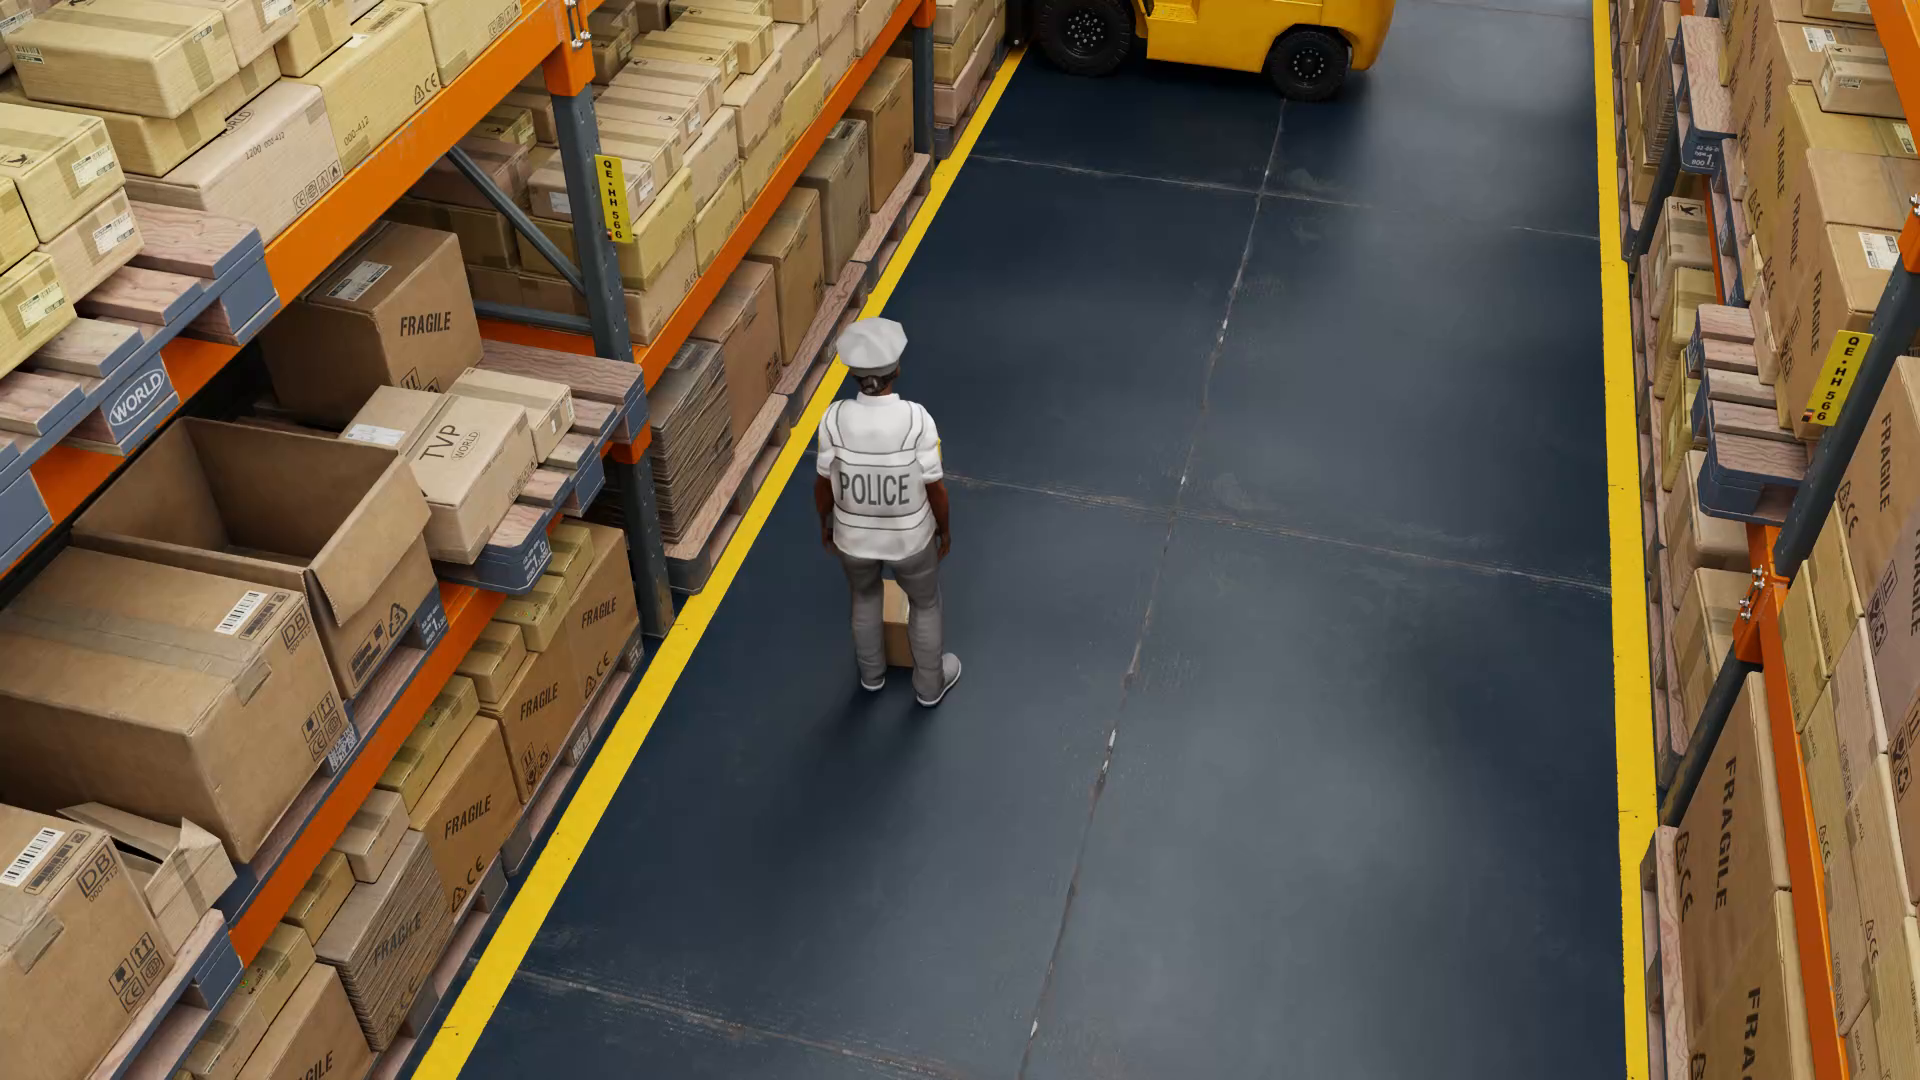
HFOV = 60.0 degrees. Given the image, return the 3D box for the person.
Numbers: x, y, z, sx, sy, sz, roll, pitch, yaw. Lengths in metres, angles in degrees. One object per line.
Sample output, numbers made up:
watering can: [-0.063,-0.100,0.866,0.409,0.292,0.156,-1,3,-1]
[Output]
person: [-0.265,-0.048,6.215,0.525,1.658,0.427,4,41,5]
